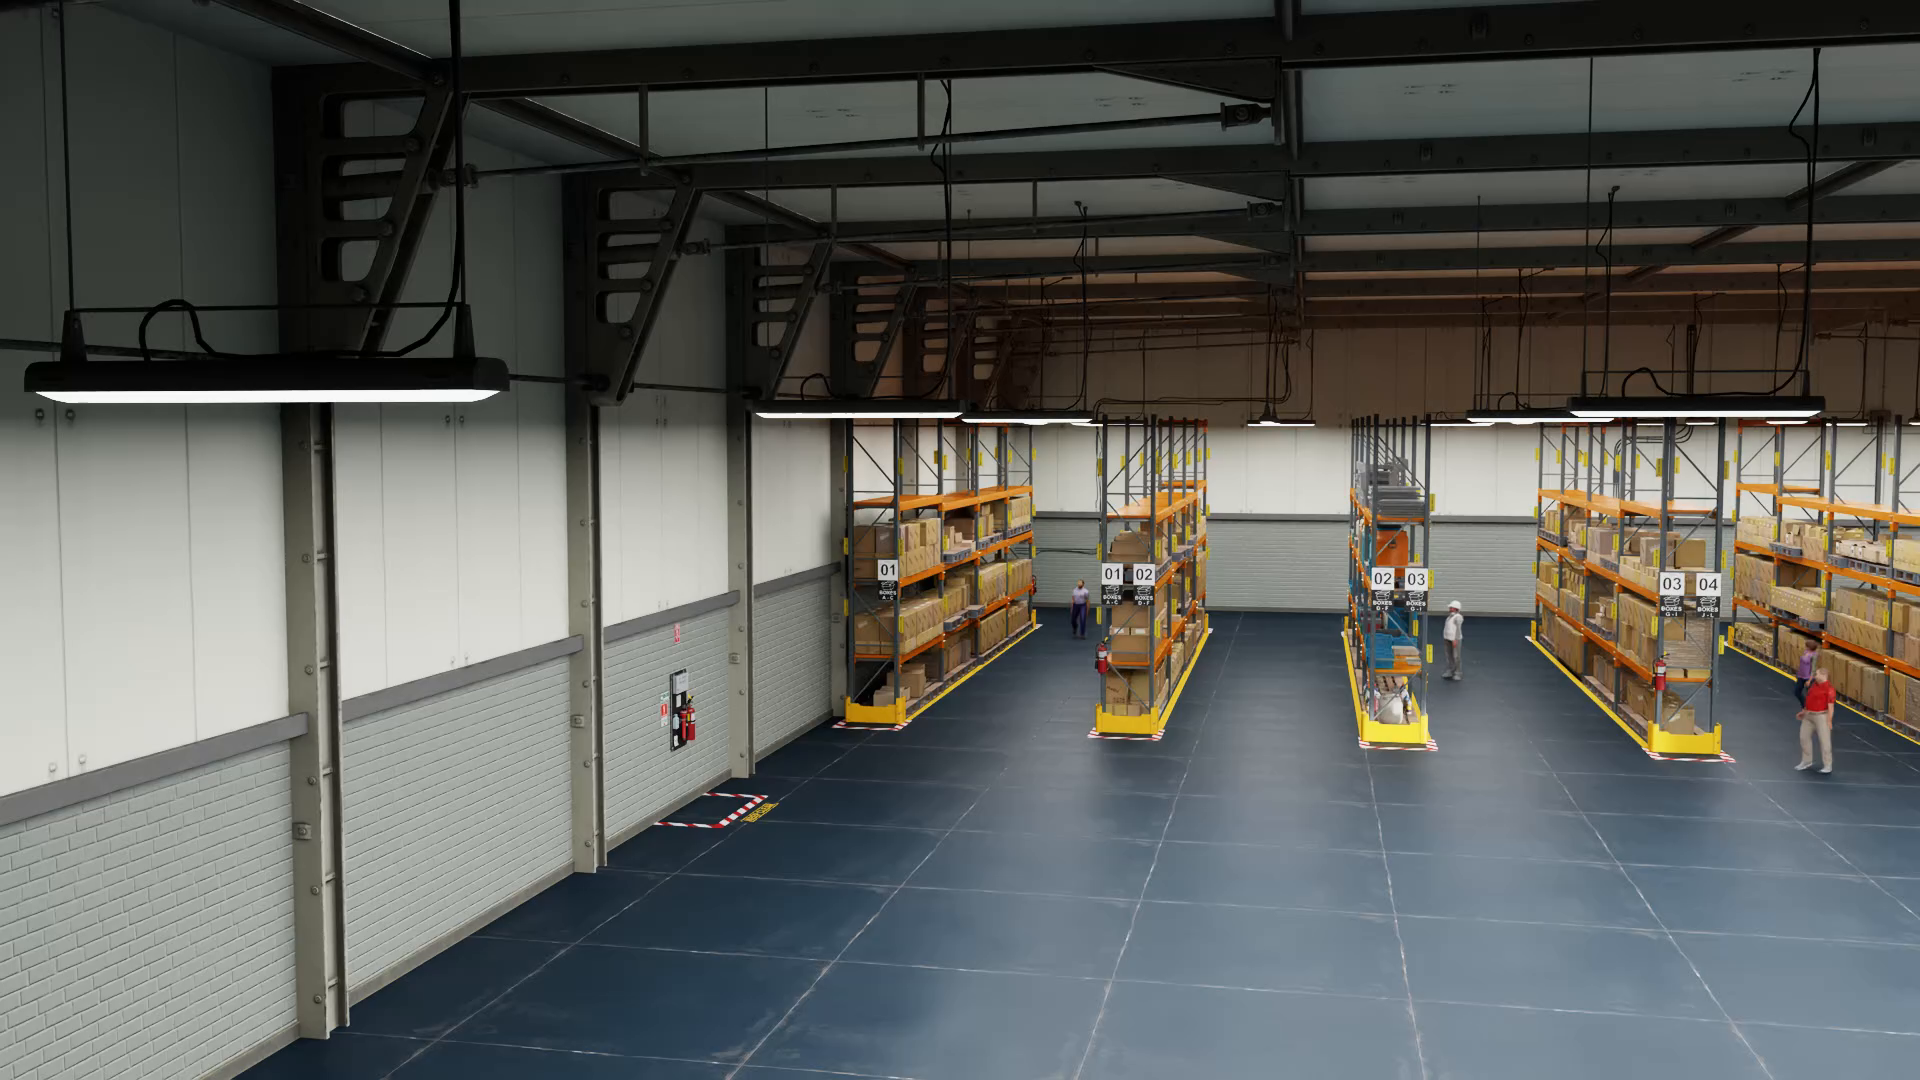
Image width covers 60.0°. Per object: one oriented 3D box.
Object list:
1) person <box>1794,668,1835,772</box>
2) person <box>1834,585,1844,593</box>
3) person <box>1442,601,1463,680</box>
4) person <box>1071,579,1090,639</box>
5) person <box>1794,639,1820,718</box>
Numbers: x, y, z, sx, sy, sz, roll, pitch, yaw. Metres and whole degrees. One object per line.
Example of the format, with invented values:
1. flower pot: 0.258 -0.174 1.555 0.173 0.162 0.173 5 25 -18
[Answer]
1. person: 14.332 3.011 27.866 0.403 1.774 0.701 -2 4 -24
2. person: 22.810 2.012 43.224 0.529 1.692 0.679 -1 4 -18
3. person: 11.349 2.301 38.245 0.393 1.802 0.521 -2 4 -27
4. person: 3.301 1.872 45.574 0.509 1.610 0.665 1 4 9
5. person: 16.670 2.764 32.722 0.372 1.570 0.510 -1 4 -12
